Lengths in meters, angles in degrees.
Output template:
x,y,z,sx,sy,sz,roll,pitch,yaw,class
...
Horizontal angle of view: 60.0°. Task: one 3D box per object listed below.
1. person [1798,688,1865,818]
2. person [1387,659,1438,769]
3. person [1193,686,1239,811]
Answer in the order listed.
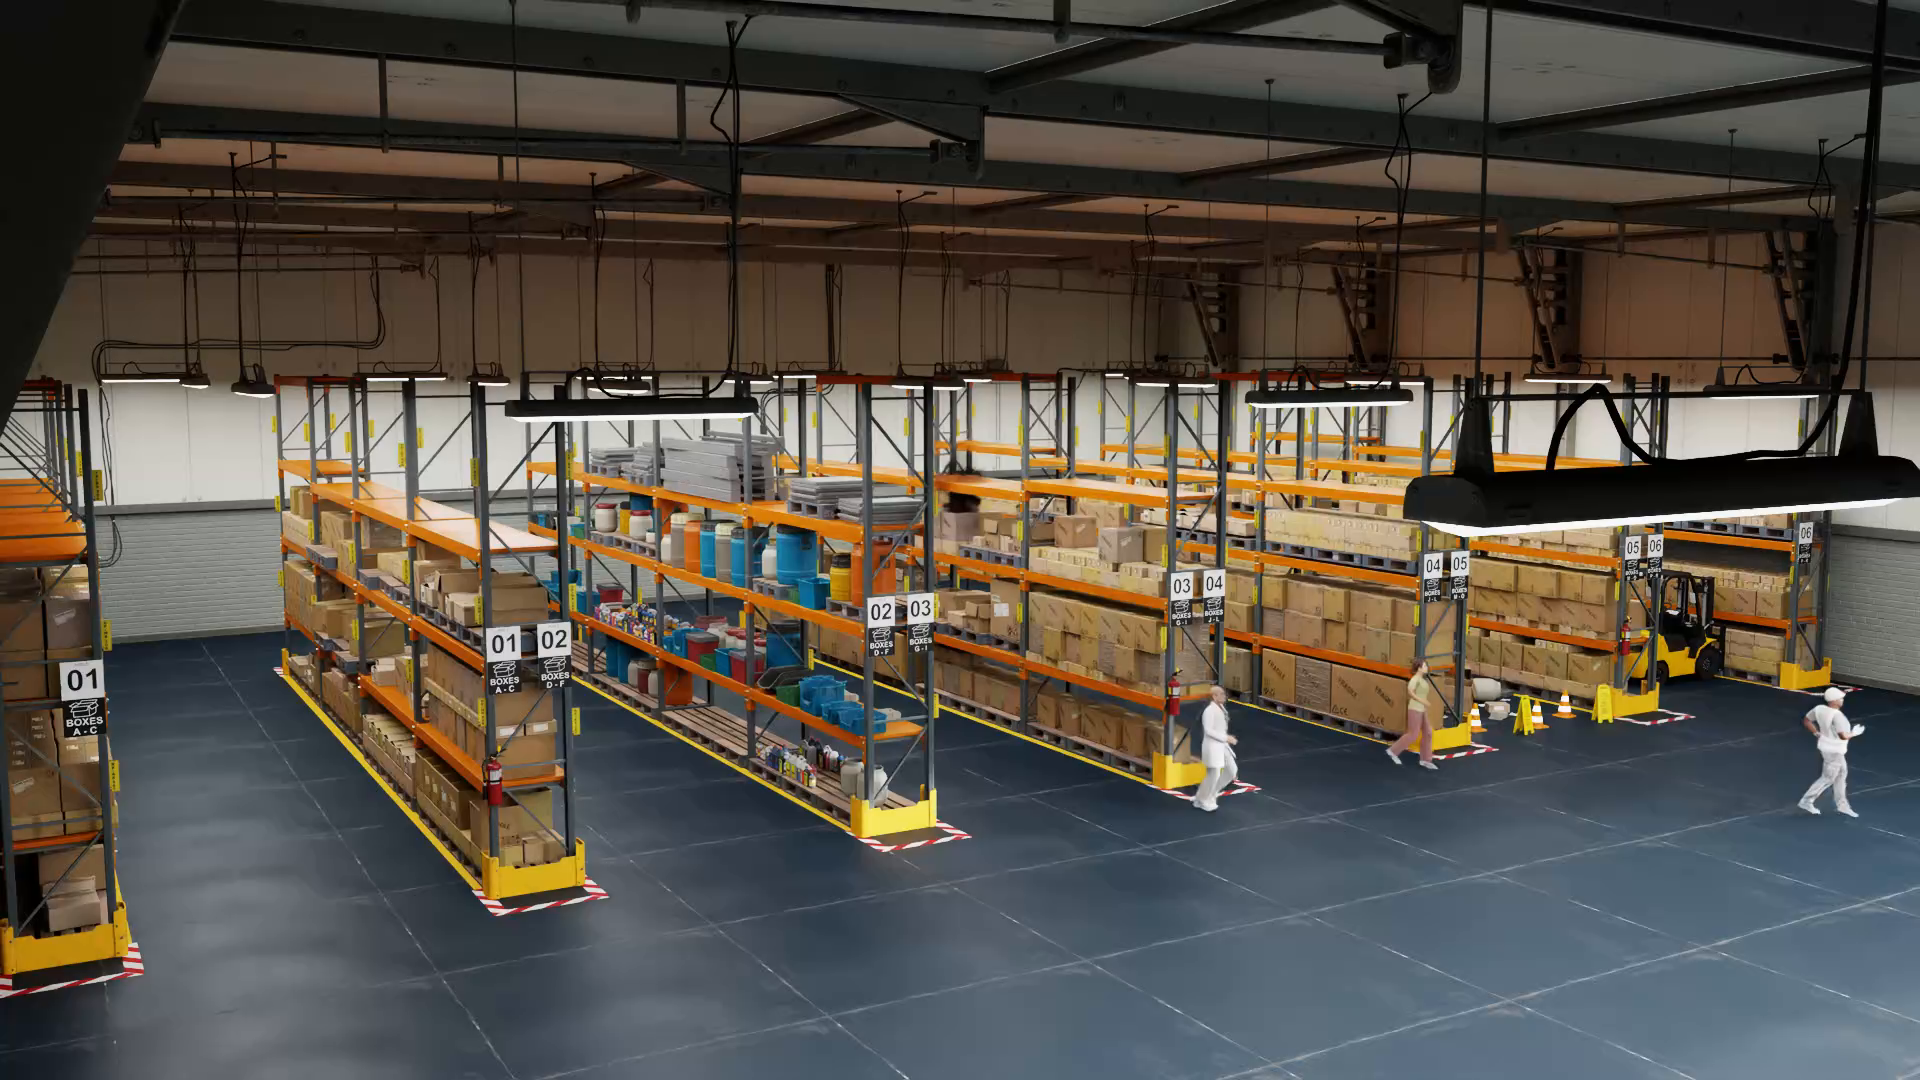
x,y,z,sx,sy,sz,roll,pitch,yaw,class
11.984,2.929,22.833,0.824,1.823,0.662,1,6,8,person
7.091,2.689,25.897,0.781,1.701,0.637,3,7,25,person
3.615,2.921,23.295,0.654,1.766,0.746,3,7,29,person
